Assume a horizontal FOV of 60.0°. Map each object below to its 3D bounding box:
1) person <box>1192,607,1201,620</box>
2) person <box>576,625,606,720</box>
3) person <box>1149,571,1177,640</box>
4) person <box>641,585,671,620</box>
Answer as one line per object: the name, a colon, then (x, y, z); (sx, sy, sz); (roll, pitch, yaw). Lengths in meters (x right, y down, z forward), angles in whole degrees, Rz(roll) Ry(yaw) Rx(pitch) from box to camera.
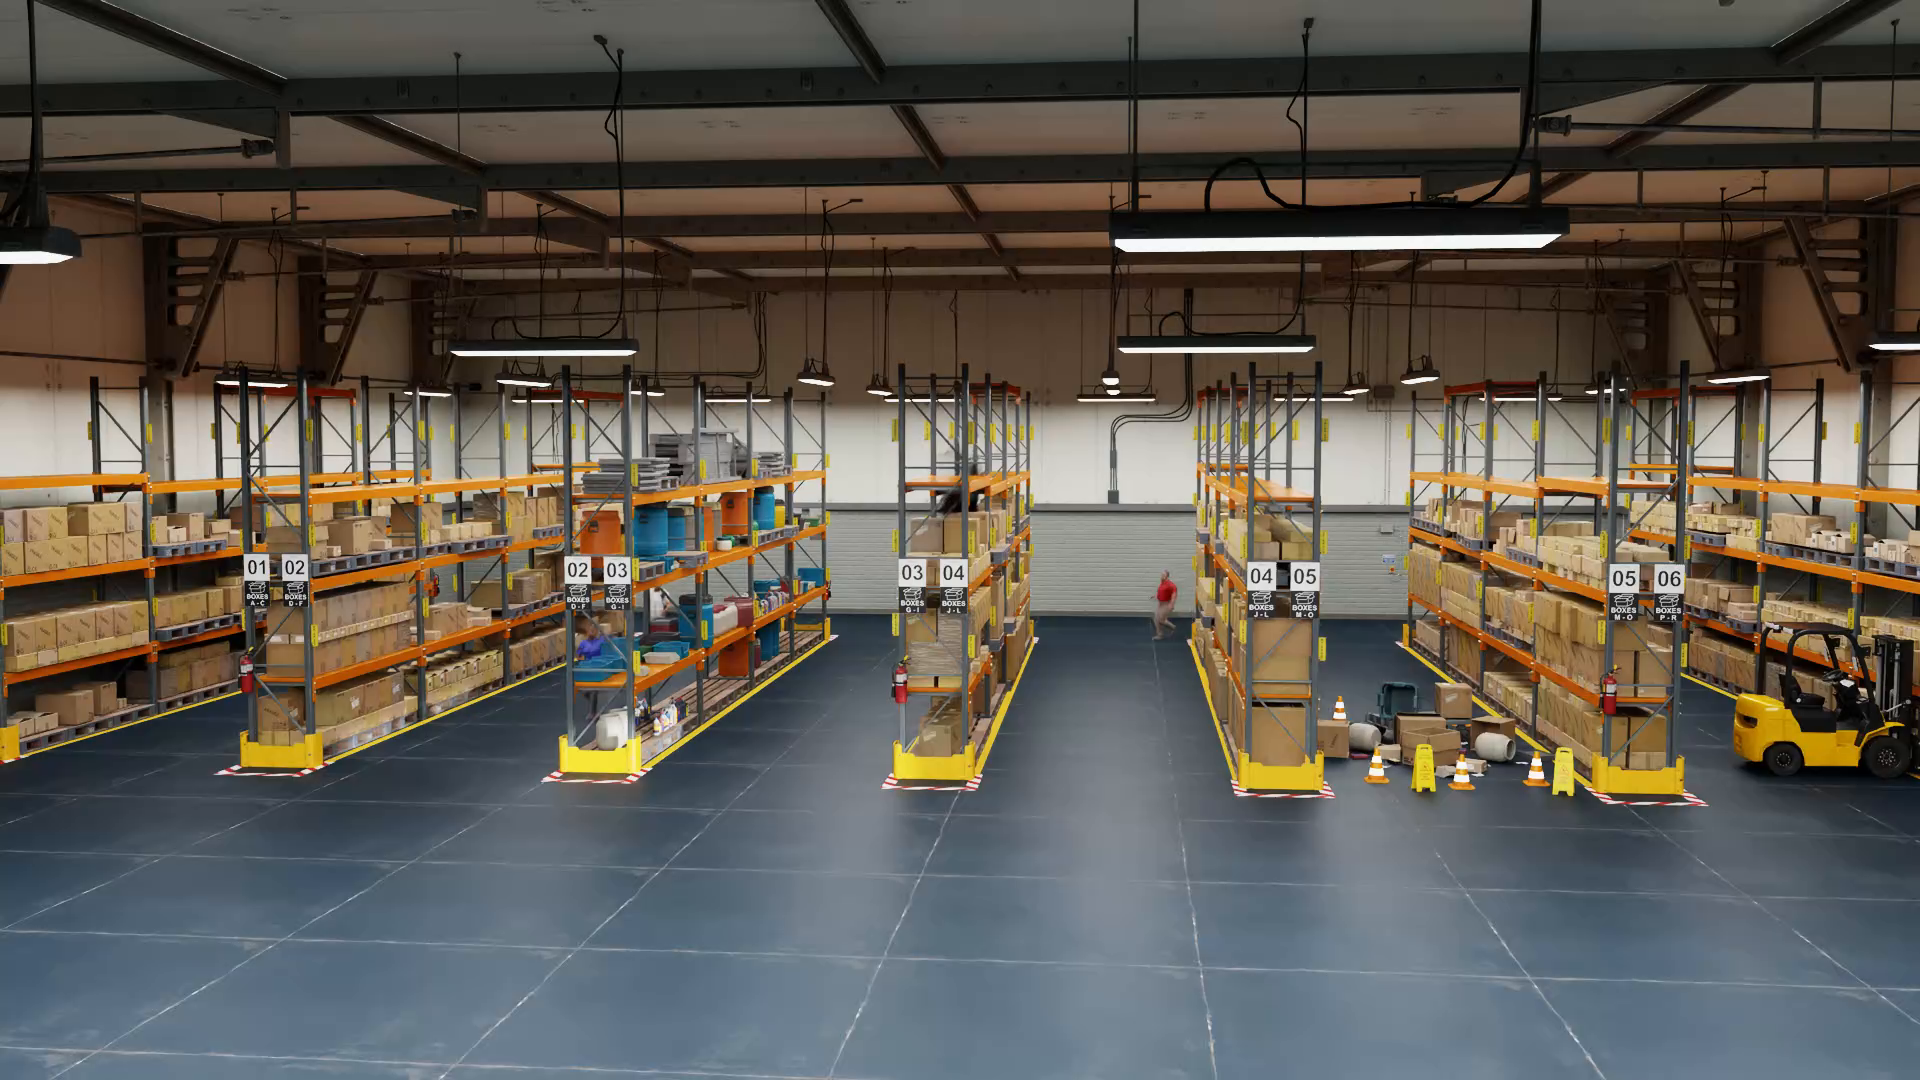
person: (5.969, 1.598, 40.784); (0.499, 1.573, 0.683); (0, 4, -2)
person: (-6.441, 2.303, 29.203); (0.579, 1.625, 0.794); (0, 4, 0)
person: (4.996, 1.587, 40.265); (0.638, 1.686, 0.761); (-2, 4, -29)
person: (-6.899, 1.715, 37.725); (0.672, 1.747, 0.528); (0, 4, -7)
